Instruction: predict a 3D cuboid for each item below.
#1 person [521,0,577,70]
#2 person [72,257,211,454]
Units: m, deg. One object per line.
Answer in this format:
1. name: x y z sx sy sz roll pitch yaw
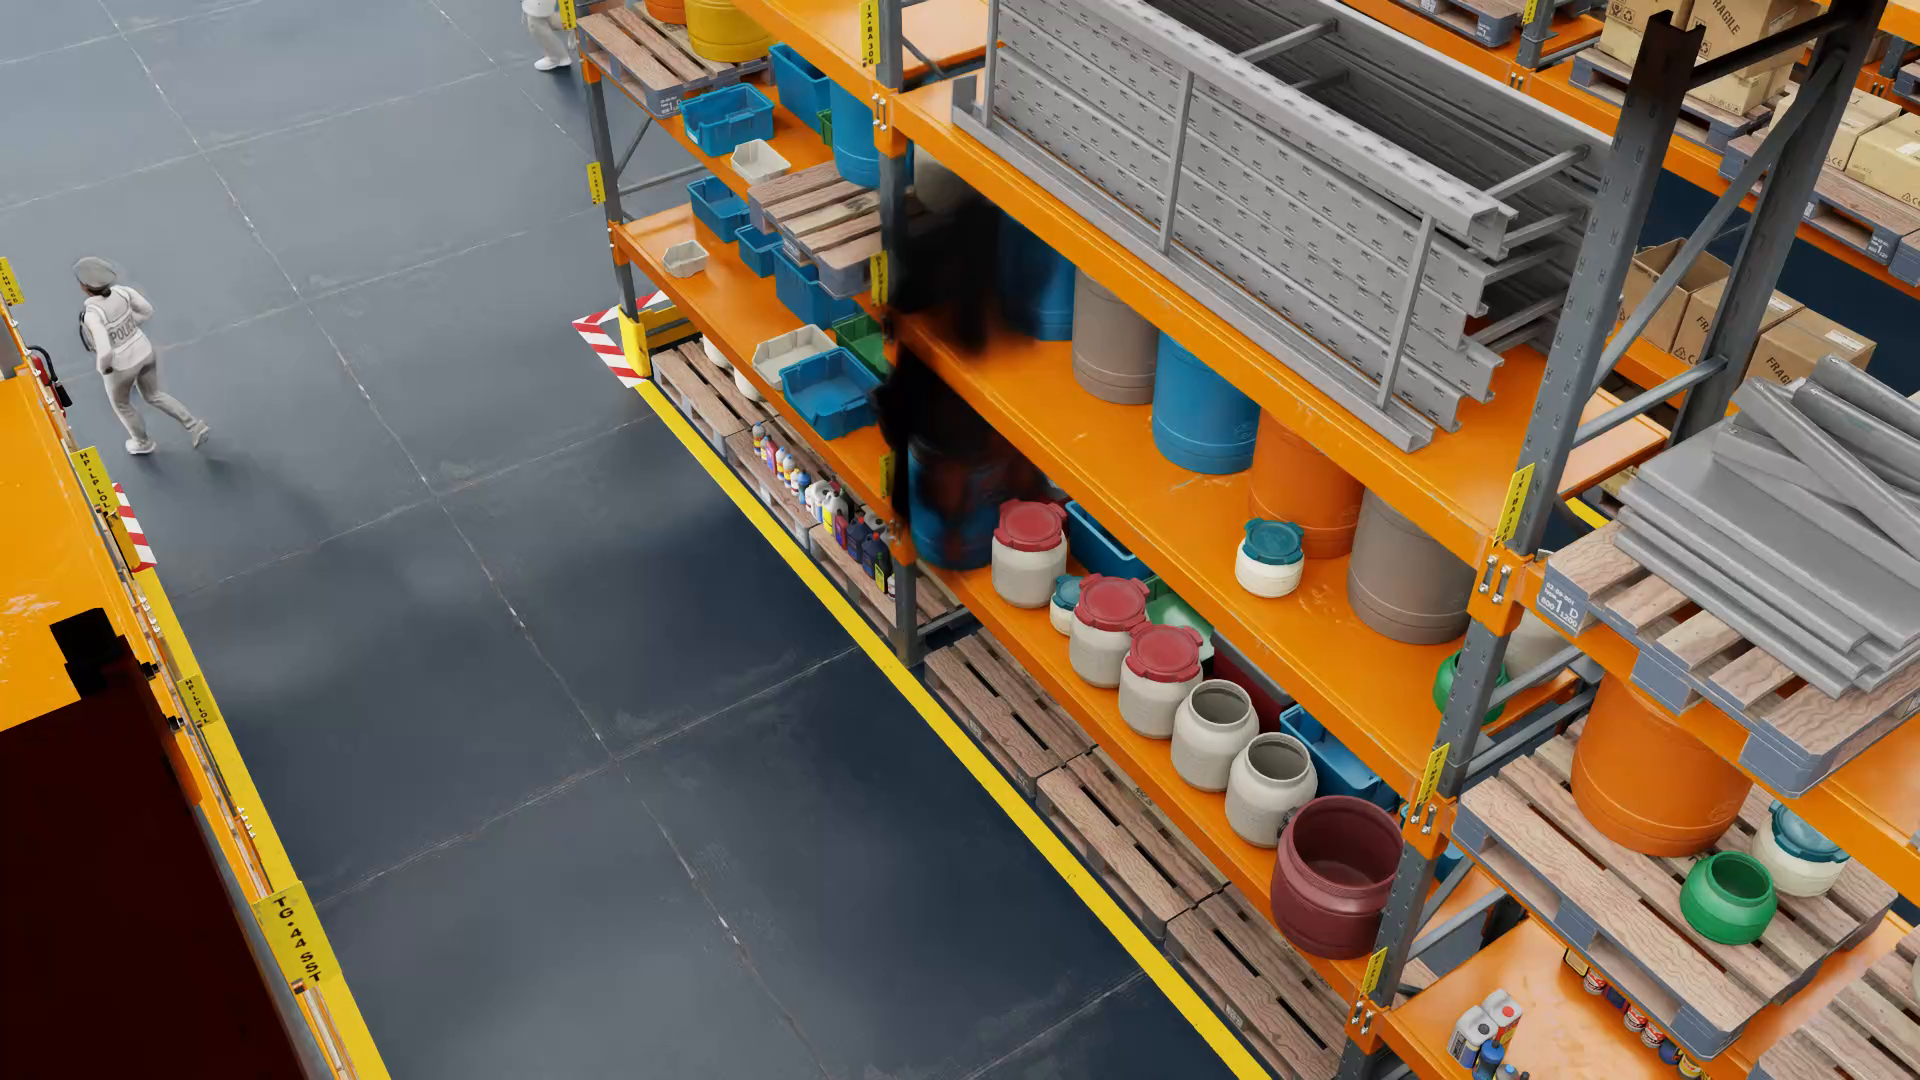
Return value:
1. person: -4.116 -5.509 16.478 0.635 1.734 0.713 -10 44 -11
2. person: -5.922 -1.266 11.902 0.759 1.710 0.636 12 44 13
